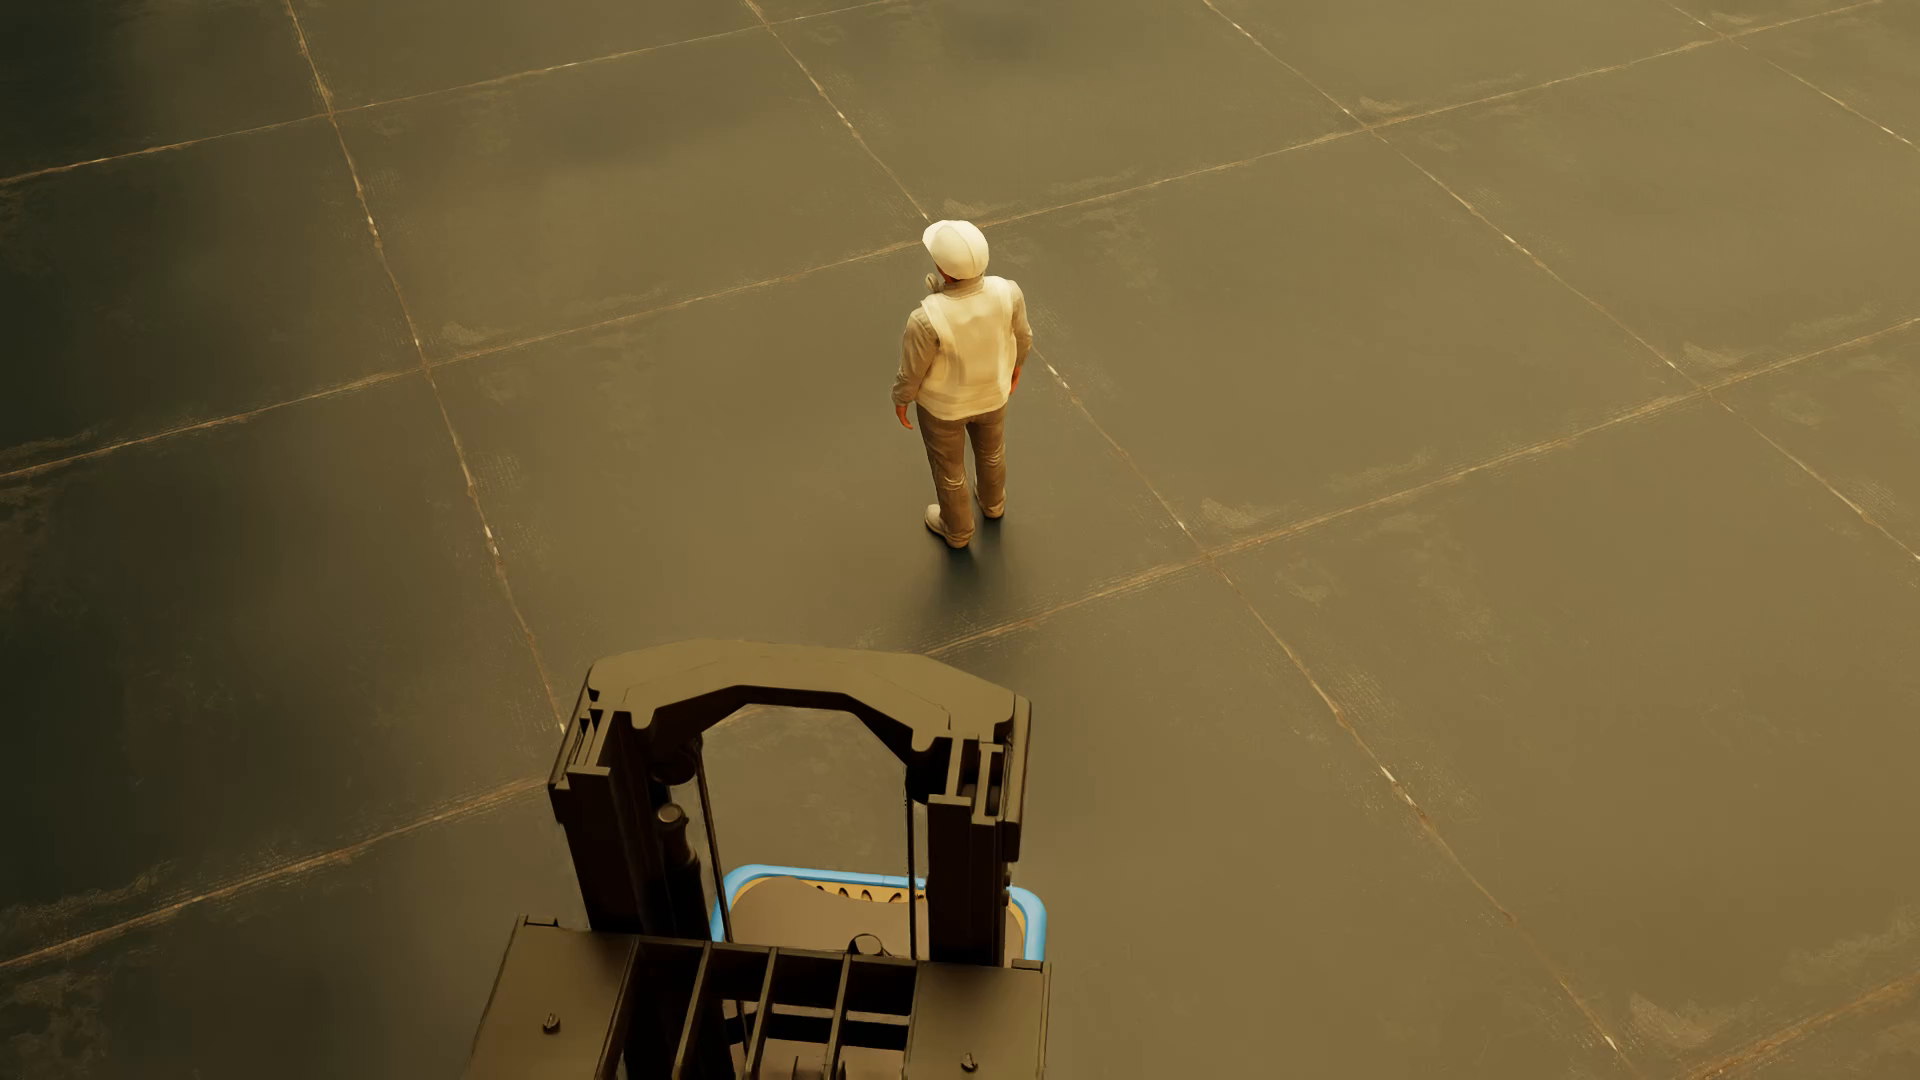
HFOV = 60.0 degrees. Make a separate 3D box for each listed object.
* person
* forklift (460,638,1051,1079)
[{"bbox_3d":[-0.020,-0.696,7.264,0.633,1.775,0.562,-18,46,-18],"label":"person"},{"bbox_3d":[-0.388,1.754,3.801,1.130,2.935,3.031,4,43,4],"label":"forklift"}]
